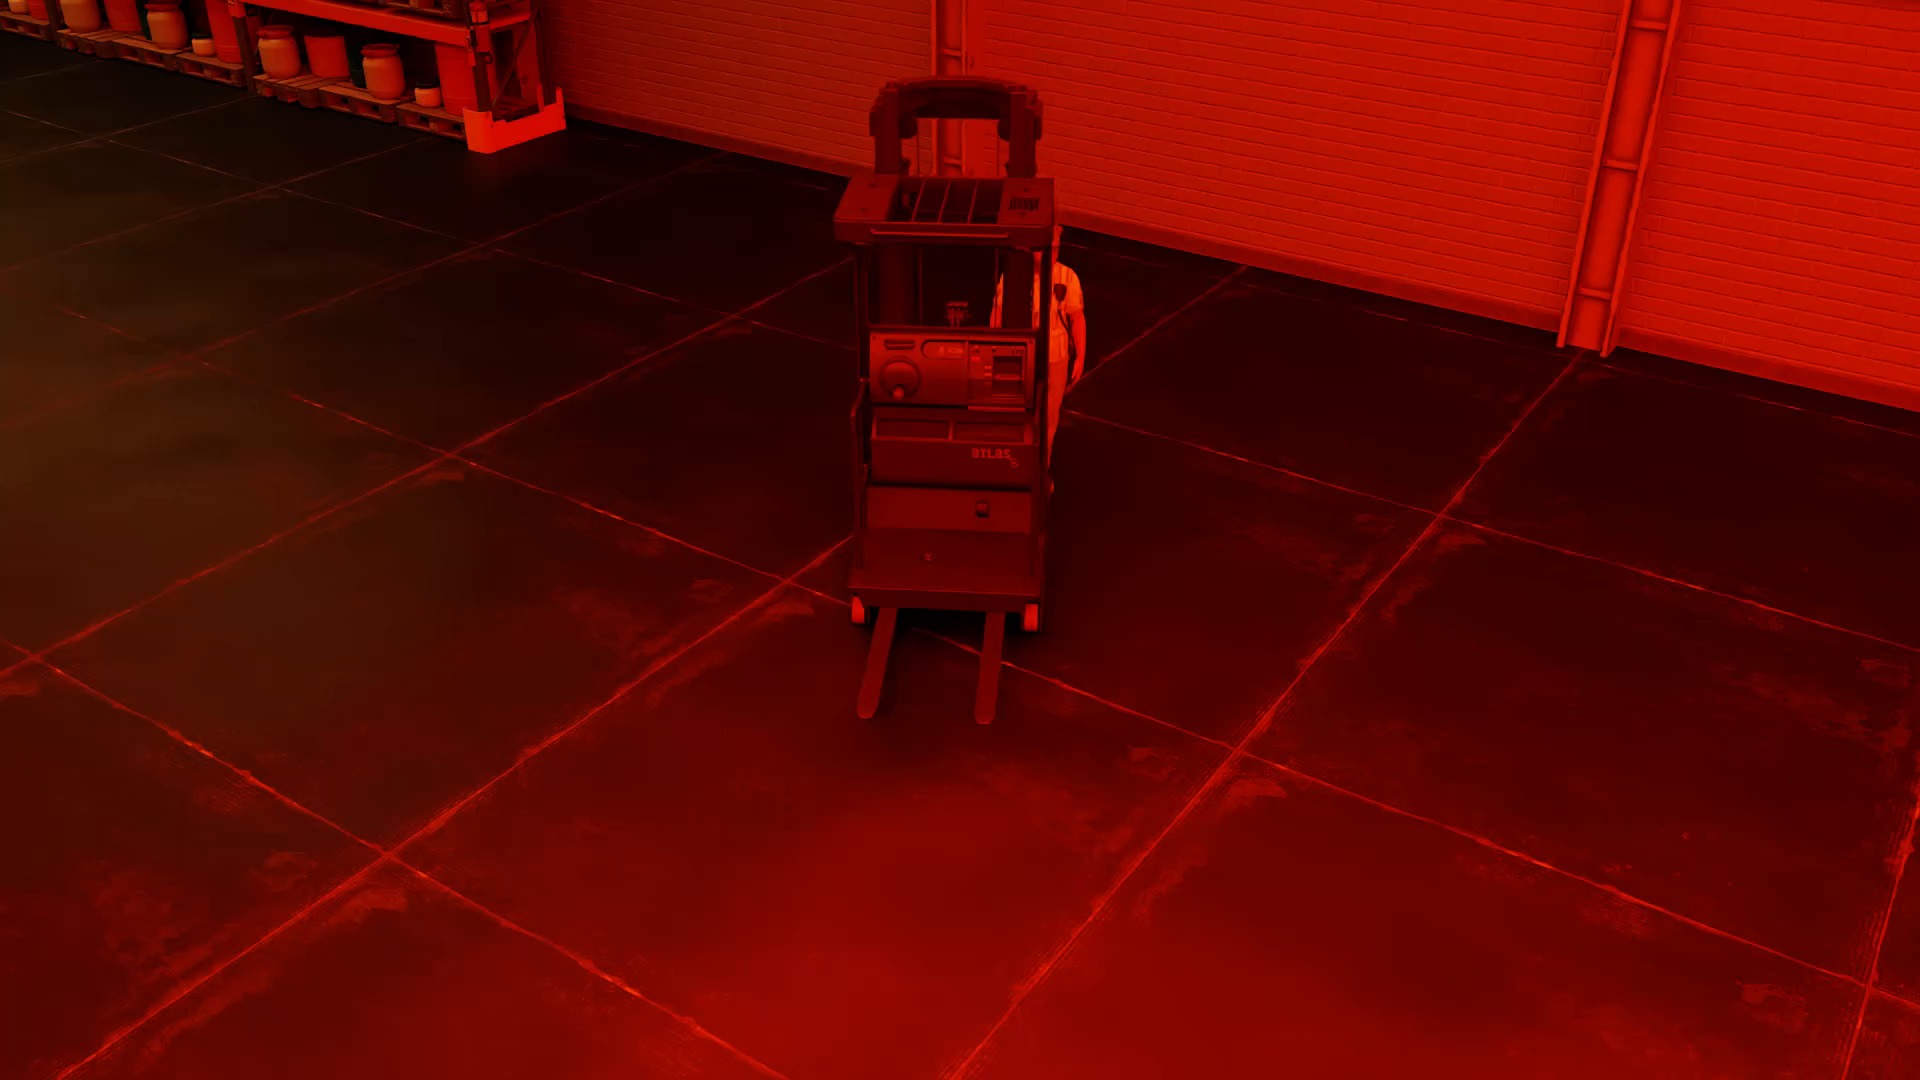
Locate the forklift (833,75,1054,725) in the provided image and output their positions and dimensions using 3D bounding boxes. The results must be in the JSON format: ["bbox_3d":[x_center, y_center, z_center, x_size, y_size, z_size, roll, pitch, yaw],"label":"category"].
[{"bbox_3d":[-0.060,-0.912,9.152,1.130,2.935,3.031,2,30,4],"label":"forklift"}]

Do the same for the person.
[{"bbox_3d":[0.491,-1.151,10.696,0.641,1.778,0.571,0,30,-1],"label":"person"}]
